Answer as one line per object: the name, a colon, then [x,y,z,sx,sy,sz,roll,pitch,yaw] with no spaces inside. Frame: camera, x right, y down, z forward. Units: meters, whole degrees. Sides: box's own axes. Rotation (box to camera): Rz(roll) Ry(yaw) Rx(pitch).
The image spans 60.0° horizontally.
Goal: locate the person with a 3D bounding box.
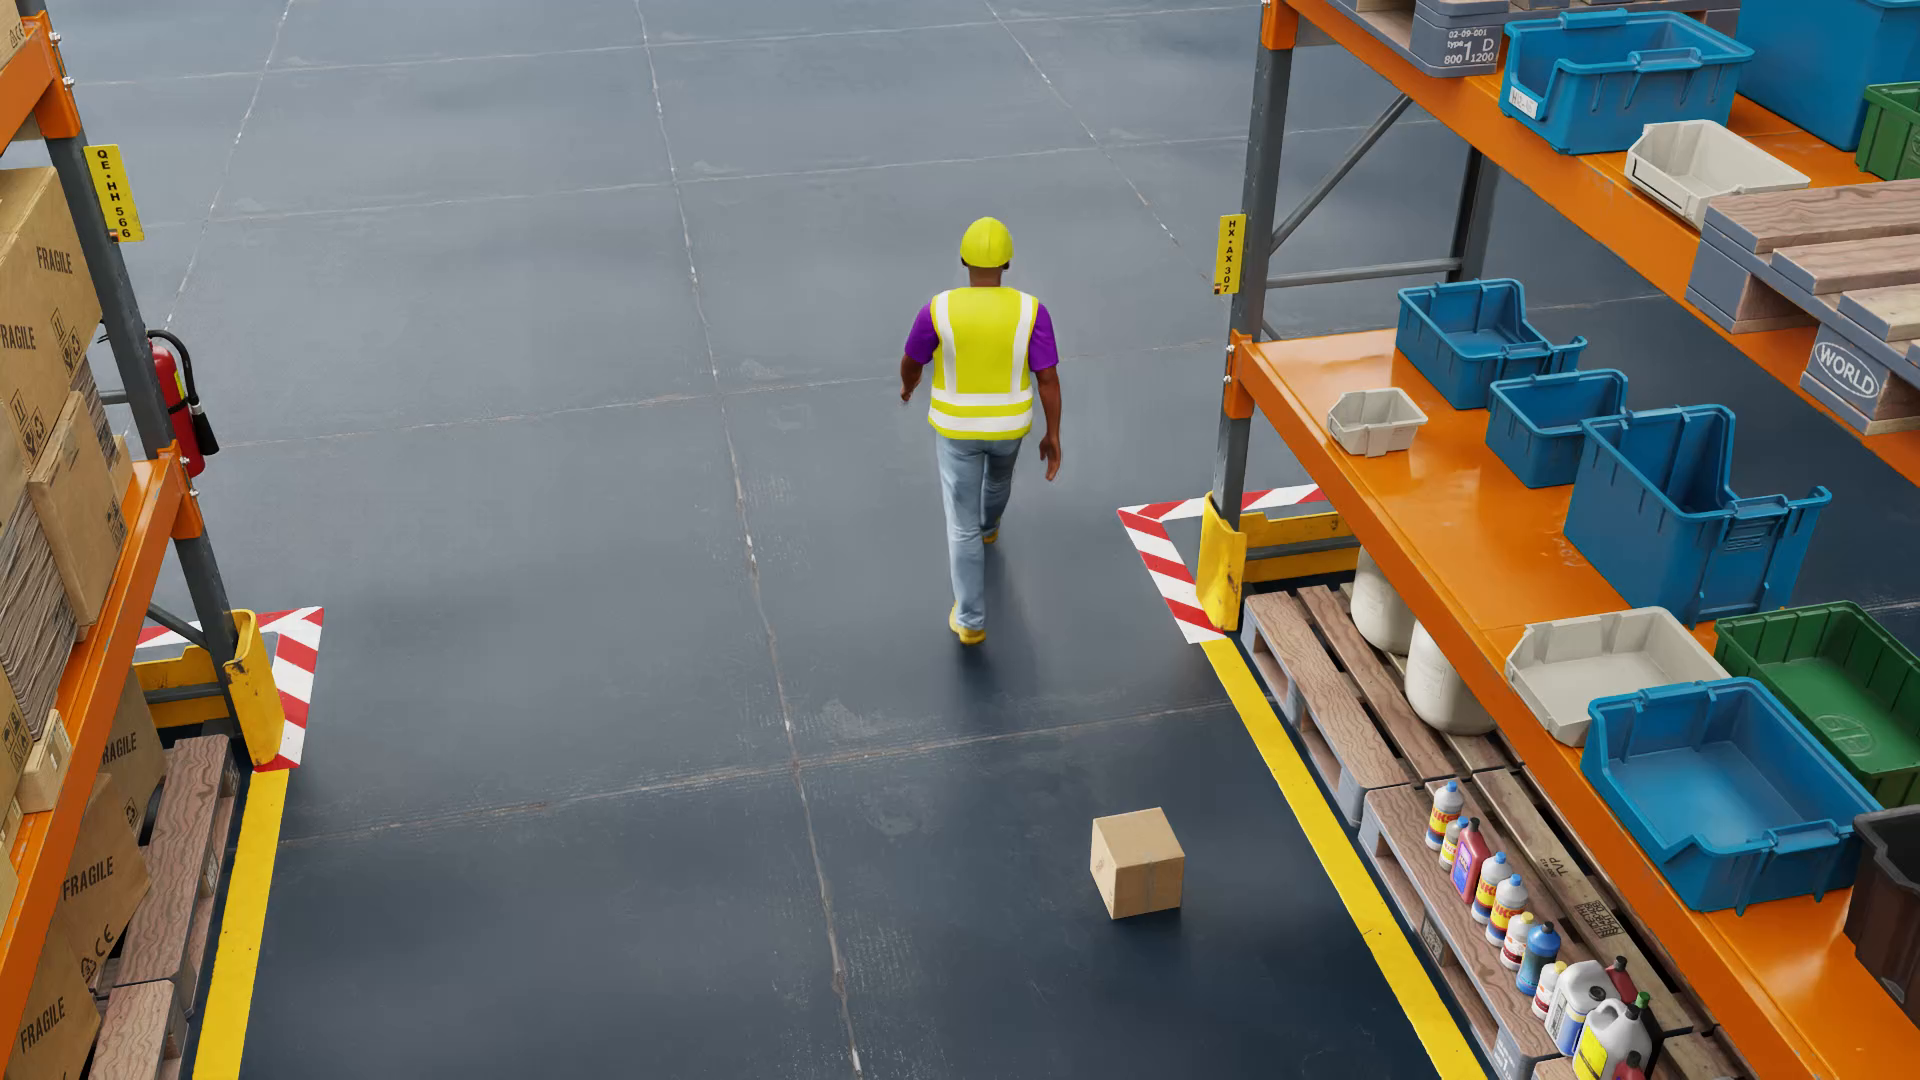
person: [0.083,-0.524,6.903,0.617,1.700,1.144,-4,34,-6]
